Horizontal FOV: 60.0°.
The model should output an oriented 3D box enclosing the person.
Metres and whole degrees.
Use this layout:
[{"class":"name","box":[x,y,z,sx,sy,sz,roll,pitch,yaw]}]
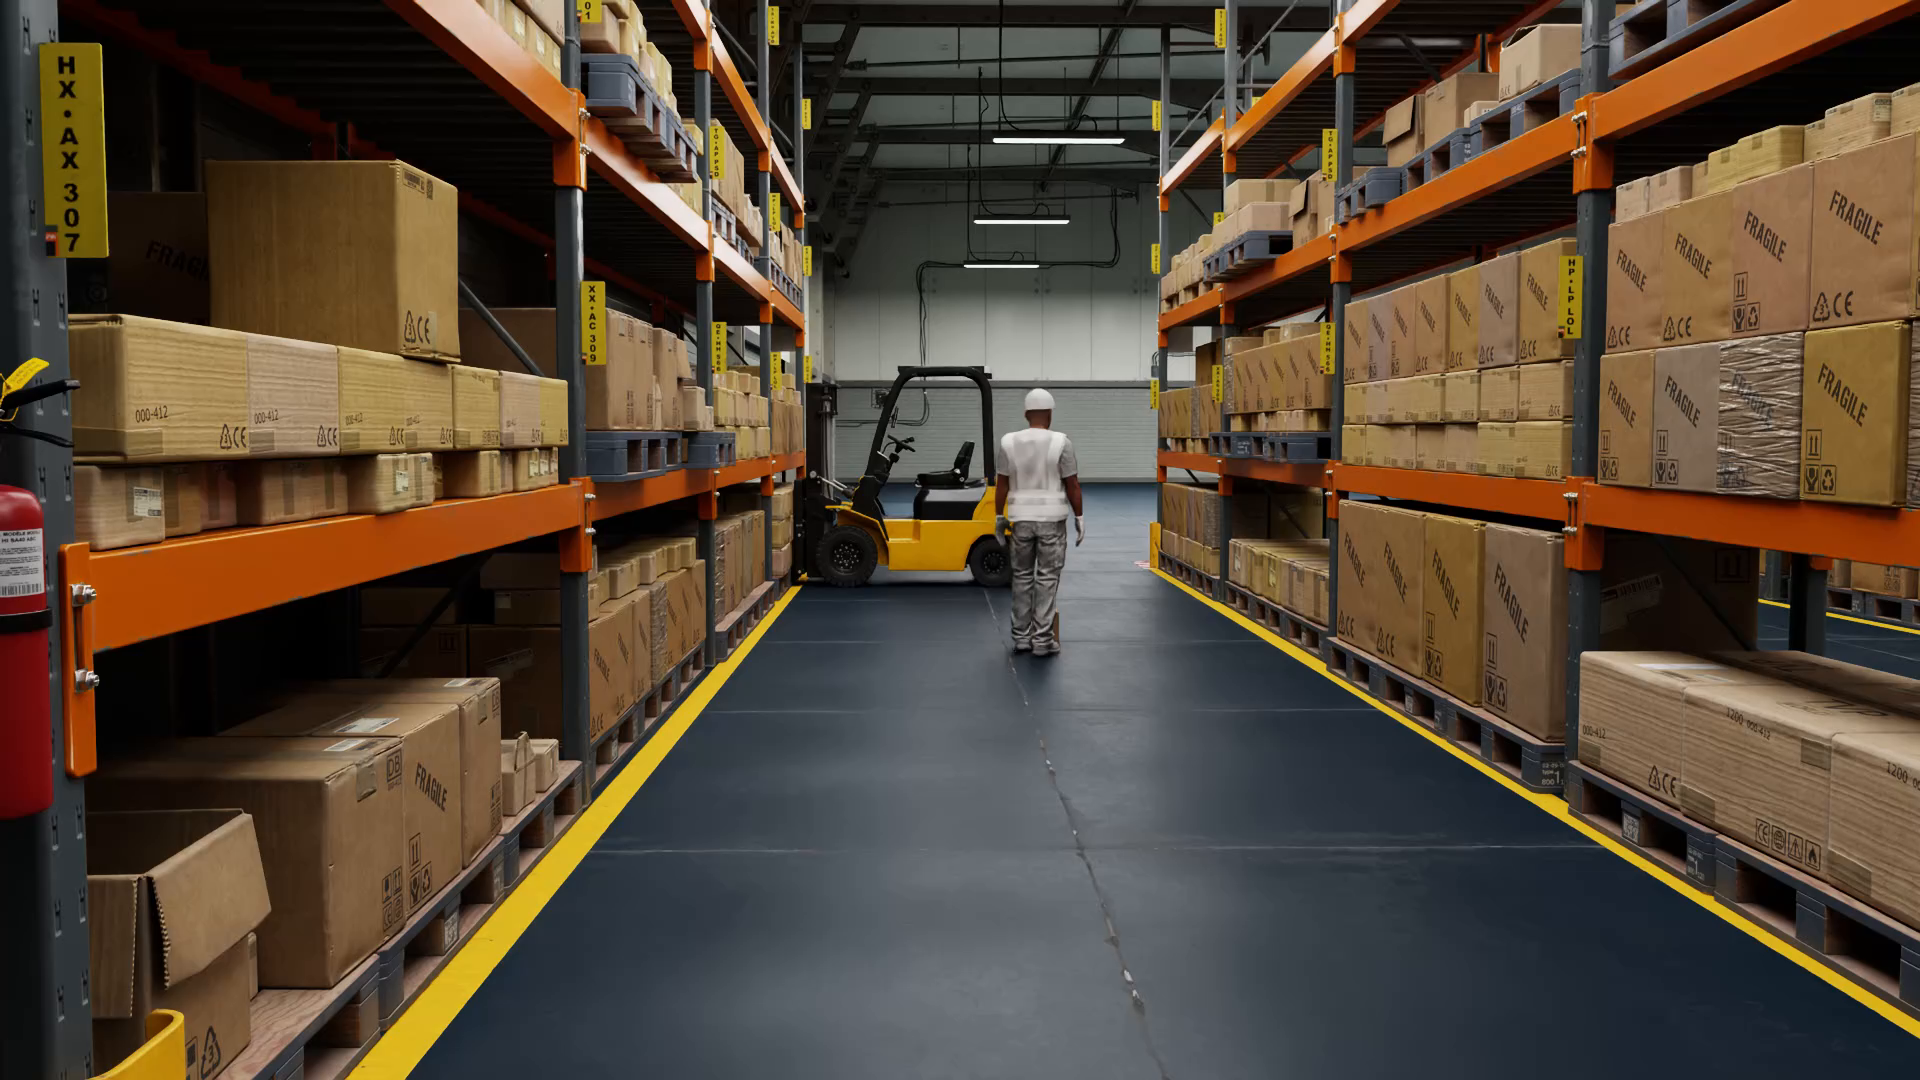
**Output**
[{"class":"person","box":[0.565,-0.121,11.284,0.606,1.800,0.539,1,4,20]}]
